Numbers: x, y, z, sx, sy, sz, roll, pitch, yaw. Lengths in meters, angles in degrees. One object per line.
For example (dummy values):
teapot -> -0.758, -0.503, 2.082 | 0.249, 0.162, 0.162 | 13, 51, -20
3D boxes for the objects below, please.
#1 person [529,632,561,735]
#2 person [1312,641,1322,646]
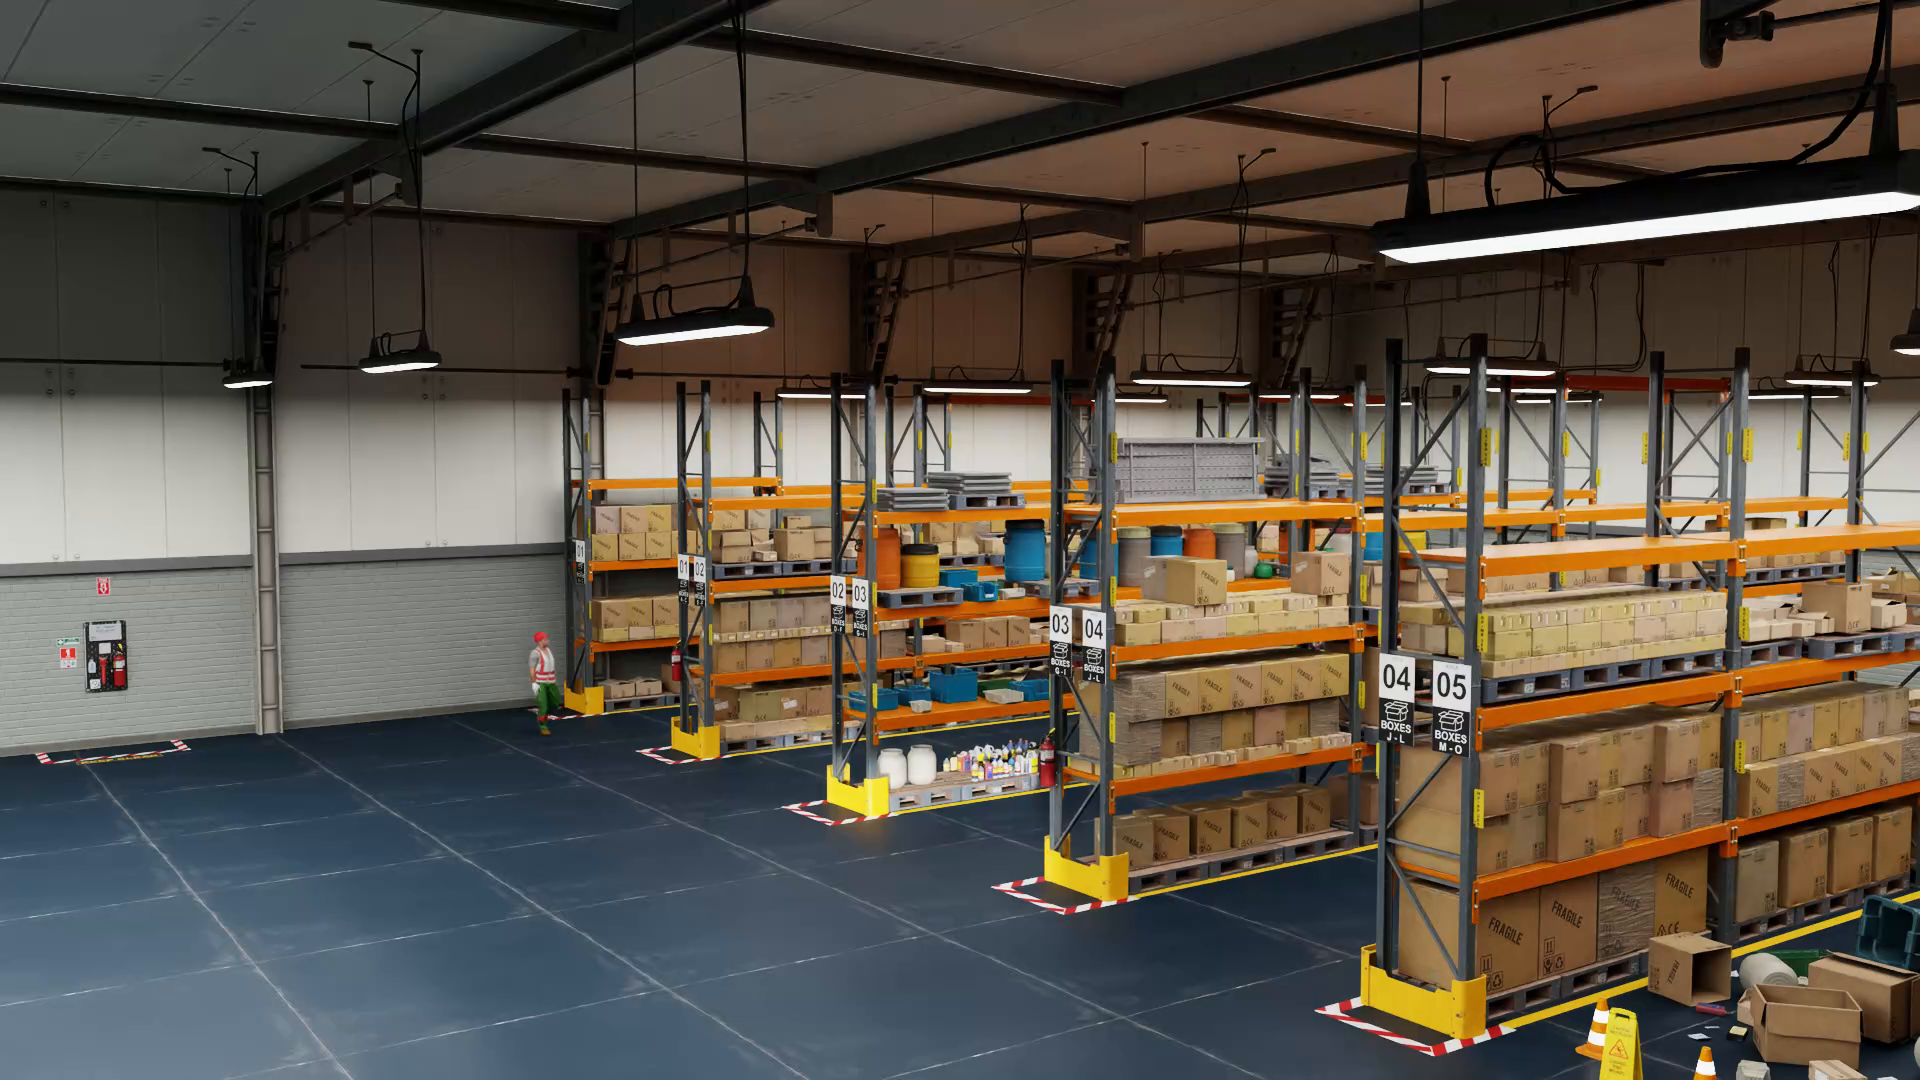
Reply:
person -> -7.161, 2.439, 28.506 | 0.563, 1.763, 0.688 | -3, 4, -35
person -> 7.146, 2.199, 33.194 | 0.878, 1.809, 0.642 | -2, 4, -34
